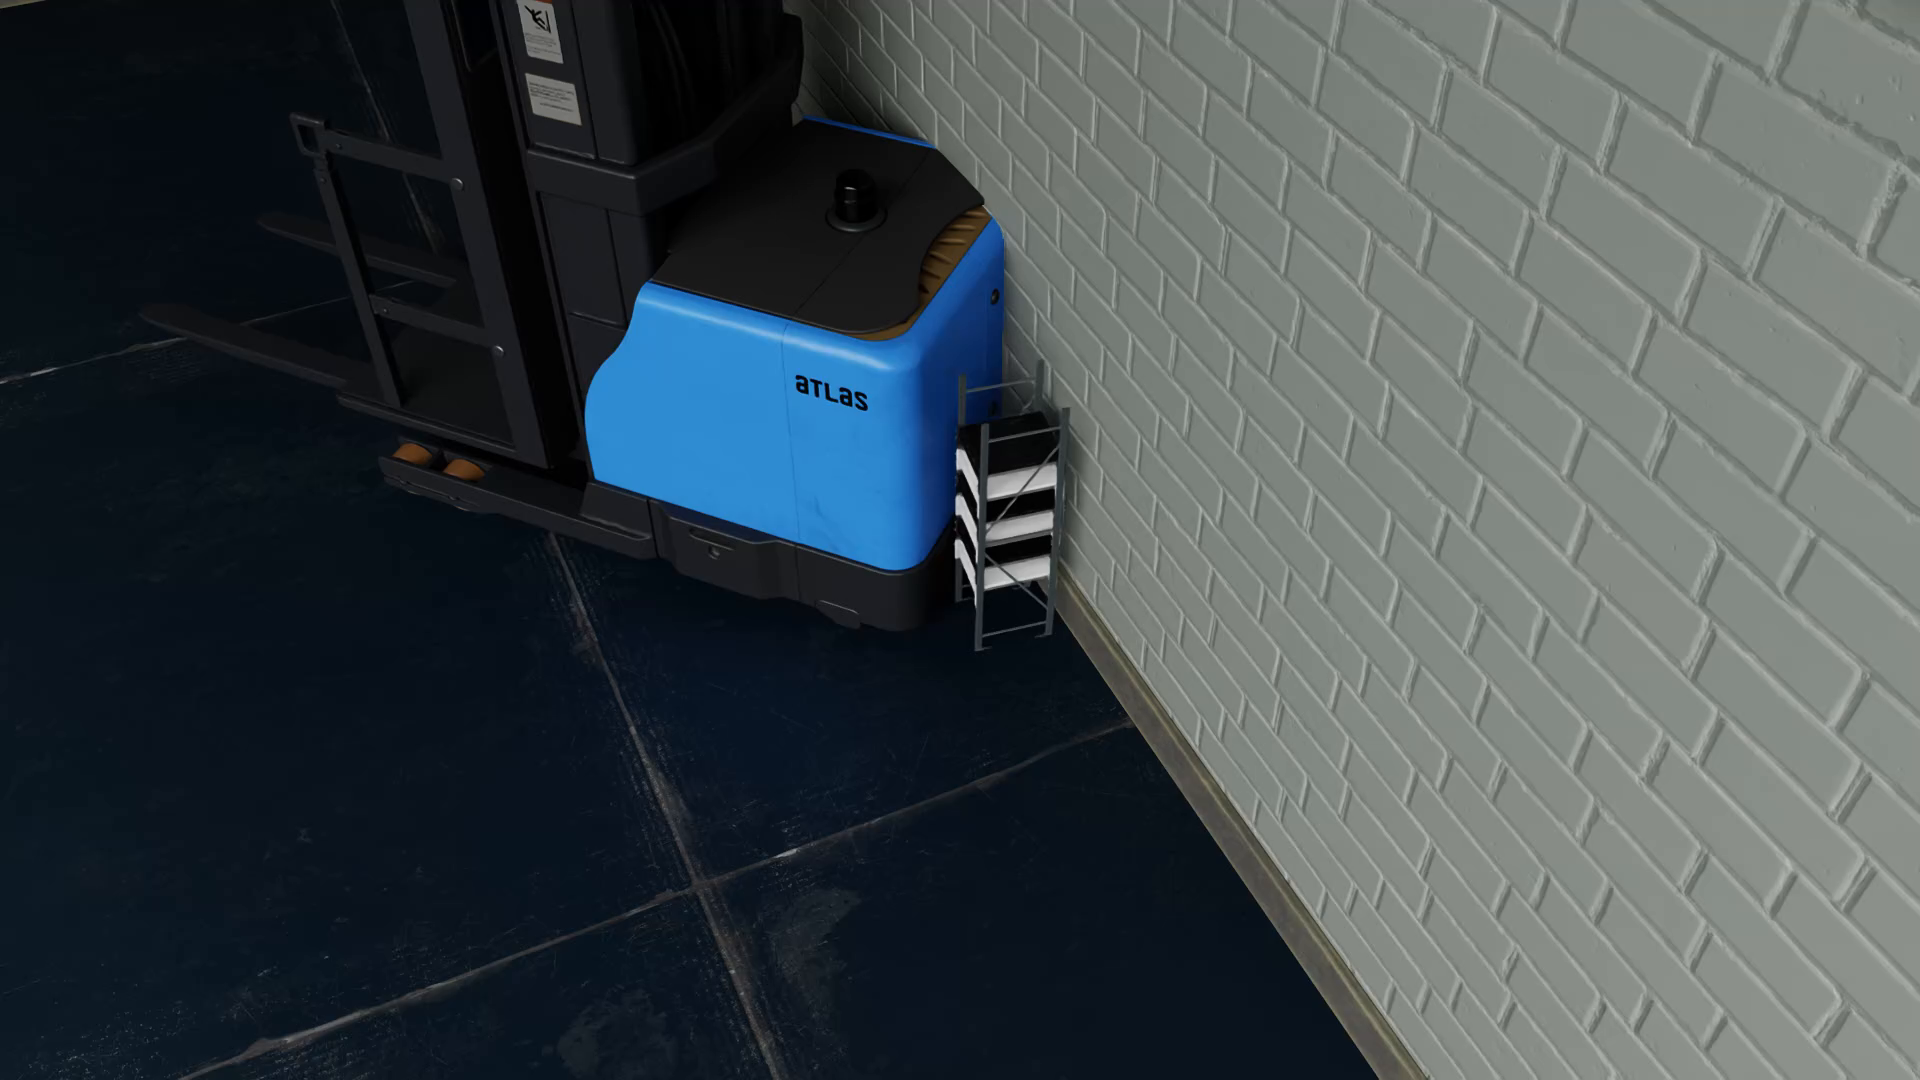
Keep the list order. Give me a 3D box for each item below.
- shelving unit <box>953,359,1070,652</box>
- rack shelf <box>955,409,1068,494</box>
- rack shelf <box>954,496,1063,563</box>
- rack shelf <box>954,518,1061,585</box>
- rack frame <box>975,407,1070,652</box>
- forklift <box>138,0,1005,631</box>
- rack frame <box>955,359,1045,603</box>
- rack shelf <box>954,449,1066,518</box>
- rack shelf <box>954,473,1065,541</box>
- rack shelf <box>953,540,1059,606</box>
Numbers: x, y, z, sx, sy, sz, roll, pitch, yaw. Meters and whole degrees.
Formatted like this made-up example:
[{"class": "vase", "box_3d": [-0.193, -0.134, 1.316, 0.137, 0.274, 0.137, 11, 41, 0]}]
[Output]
[{"class": "shelving unit", "box_3d": [0.135, -0.078, 4.683, 0.258, 0.900, 0.210, -12, 47, -12]}, {"class": "rack shelf", "box_3d": [0.138, -0.242, 4.513, 0.258, 0.077, 0.200, -12, 47, -12]}, {"class": "rack shelf", "box_3d": [0.135, -0.055, 4.707, 0.258, 0.077, 0.200, -12, 47, -12]}, {"class": "rack shelf", "box_3d": [0.134, 0.008, 4.772, 0.258, 0.077, 0.200, -12, 47, -12]}, {"class": "rack frame", "box_3d": [0.165, -0.007, 4.616, 0.240, 0.900, 0.006, -12, 47, -12]}, {"class": "forklift", "box_3d": [-1.310, -1.459, 4.642, 3.031, 2.935, 1.130, 17, 47, 16]}, {"class": "rack frame", "box_3d": [0.106, -0.148, 4.750, 0.240, 0.900, 0.006, -12, 47, -12]}, {"class": "rack shelf", "box_3d": [0.137, -0.179, 4.577, 0.258, 0.077, 0.200, -12, 47, -12]}, {"class": "rack shelf", "box_3d": [0.136, -0.117, 4.642, 0.258, 0.077, 0.200, -12, 47, -12]}, {"class": "rack shelf", "box_3d": [0.132, 0.070, 4.837, 0.258, 0.077, 0.200, -12, 47, -12]}]
